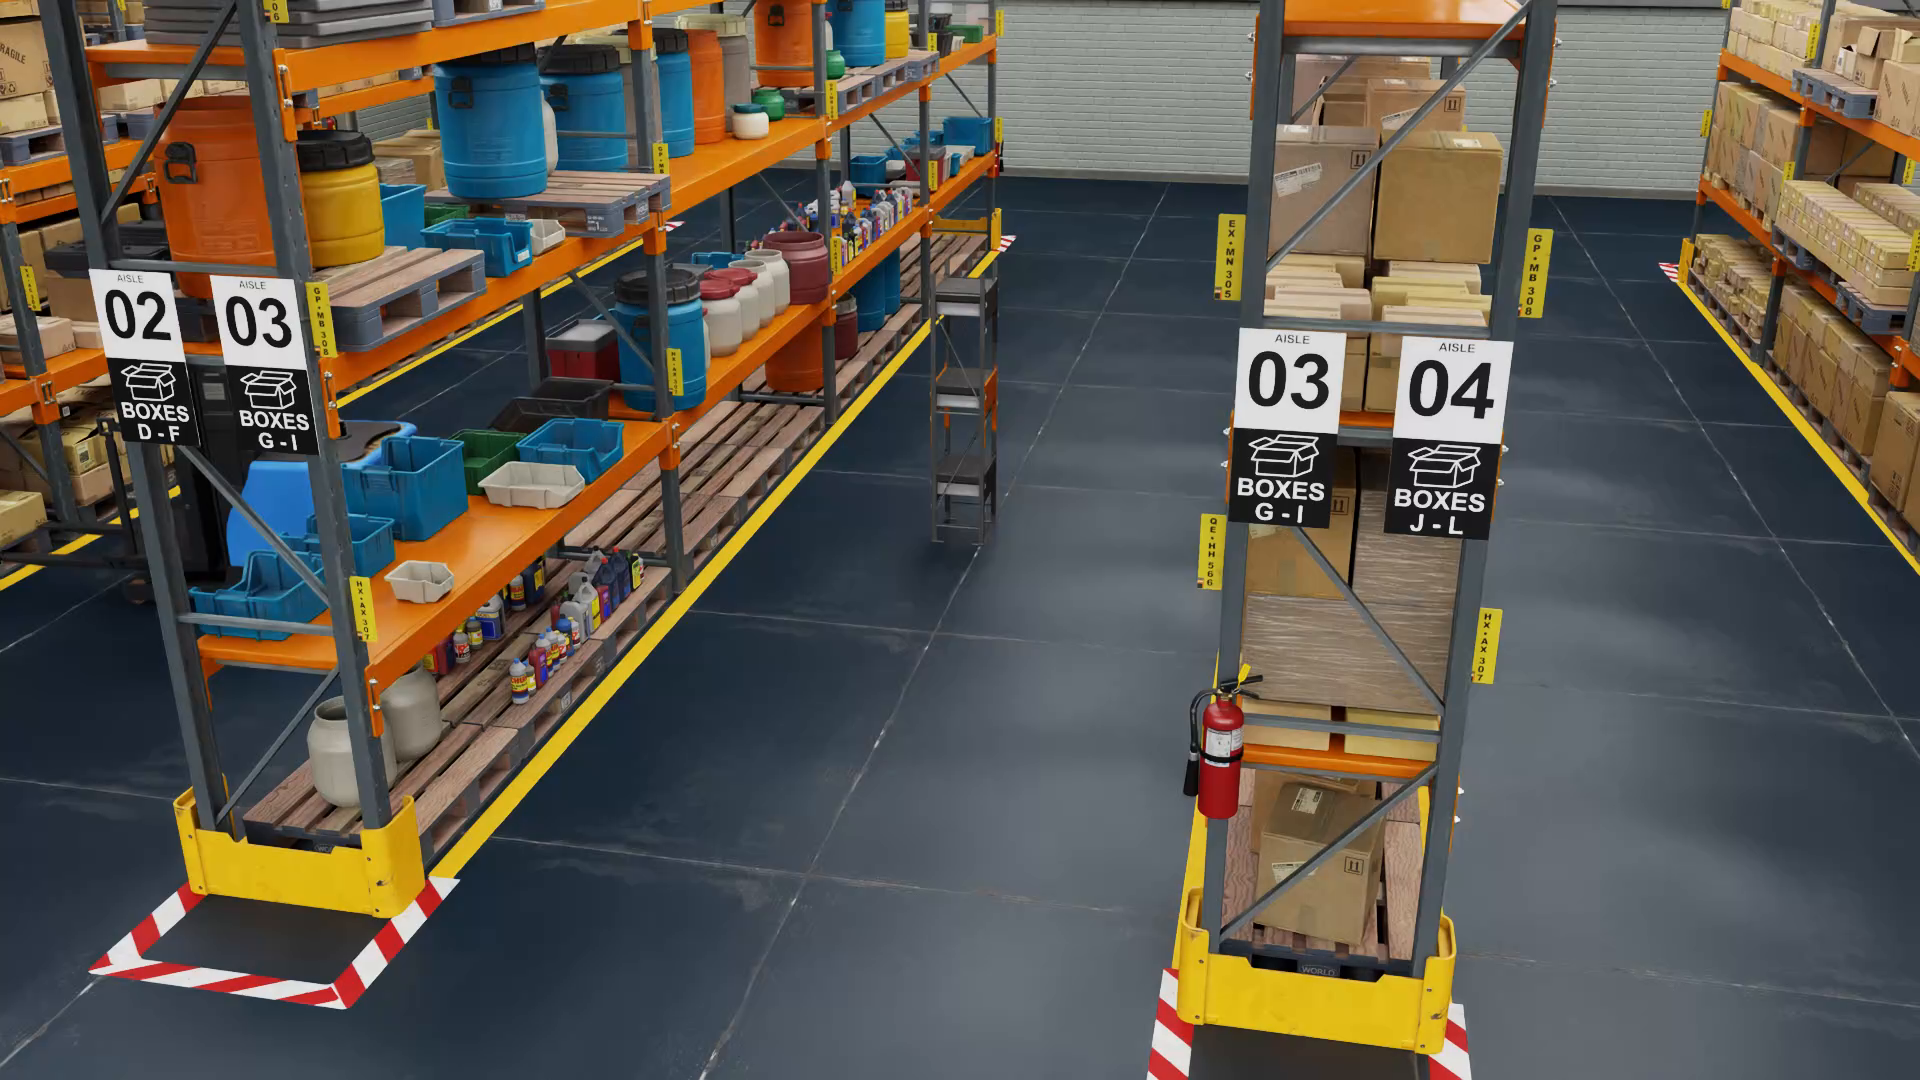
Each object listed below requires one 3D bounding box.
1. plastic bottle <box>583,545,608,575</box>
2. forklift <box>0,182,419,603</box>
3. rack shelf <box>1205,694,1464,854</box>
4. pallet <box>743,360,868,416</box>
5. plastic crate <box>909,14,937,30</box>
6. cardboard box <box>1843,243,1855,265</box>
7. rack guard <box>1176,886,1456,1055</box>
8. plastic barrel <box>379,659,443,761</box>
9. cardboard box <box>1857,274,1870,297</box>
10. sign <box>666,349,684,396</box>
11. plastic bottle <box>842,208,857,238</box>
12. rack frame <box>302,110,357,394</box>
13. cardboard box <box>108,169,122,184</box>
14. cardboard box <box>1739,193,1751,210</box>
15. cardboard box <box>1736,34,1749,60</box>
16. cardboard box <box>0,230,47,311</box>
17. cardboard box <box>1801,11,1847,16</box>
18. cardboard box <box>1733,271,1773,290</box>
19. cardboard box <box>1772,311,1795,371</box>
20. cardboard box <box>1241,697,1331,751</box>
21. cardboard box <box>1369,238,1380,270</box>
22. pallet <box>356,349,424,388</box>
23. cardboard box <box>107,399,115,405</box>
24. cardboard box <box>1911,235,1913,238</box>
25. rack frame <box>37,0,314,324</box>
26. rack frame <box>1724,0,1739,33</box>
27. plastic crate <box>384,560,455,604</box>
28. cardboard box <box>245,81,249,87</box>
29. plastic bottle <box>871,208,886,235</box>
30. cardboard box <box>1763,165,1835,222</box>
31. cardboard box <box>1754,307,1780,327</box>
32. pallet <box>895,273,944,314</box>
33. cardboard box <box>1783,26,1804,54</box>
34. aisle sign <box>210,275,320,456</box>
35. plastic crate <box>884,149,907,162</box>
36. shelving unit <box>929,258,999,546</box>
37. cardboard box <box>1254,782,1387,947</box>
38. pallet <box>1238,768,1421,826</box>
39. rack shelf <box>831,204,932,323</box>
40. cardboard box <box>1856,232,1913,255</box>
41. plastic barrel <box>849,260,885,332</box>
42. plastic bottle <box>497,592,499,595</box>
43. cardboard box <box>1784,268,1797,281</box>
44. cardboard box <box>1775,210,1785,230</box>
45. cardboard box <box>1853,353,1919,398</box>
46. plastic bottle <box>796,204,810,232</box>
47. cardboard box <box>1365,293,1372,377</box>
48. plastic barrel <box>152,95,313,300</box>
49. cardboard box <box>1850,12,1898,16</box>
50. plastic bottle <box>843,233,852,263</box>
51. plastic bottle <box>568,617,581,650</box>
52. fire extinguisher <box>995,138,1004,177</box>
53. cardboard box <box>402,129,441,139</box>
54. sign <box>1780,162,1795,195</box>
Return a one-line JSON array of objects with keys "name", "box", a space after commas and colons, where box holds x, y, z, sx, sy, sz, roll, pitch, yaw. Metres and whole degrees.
[{"name": "plastic bottle", "box": [-2.463, 0.214, 11.265, 0.144, 0.351, 0.185, 4, 22, 11]}, {"name": "forklift", "box": [-5.478, -1.099, 11.660, 3.031, 2.935, 1.130, 2, 22, 5]}, {"name": "rack shelf", "box": [1.968, 0.385, 8.845, 1.077, 0.370, 4.000, 4, 22, 11]}, {"name": "pallet", "box": [-1.536, -1.519, 16.341, 1.003, 0.211, 1.213, 4, 22, 11]}, {"name": "plastic crate", "box": [-0.604, -6.271, 20.477, 0.504, 0.338, 0.767, 4, 22, 11]}, {"name": "cardboard box", "box": [7.838, -2.445, 14.286, 0.380, 0.149, 0.250, 5, 22, 11]}, {"name": "rack guard", "box": [1.576, 1.915, 7.431, 1.175, 0.500, 0.348, 4, 22, 11]}, {"name": "plastic barrel", "box": [-3.127, 0.935, 9.286, 0.421, 0.512, 0.421, 0, 22, 0]}, {"name": "cardboard box", "box": [7.731, -2.112, 13.857, 0.380, 0.149, 0.250, 4, 22, 11]}, {"name": "sign", "box": [-1.936, -1.140, 11.298, 0.100, 0.325, 0.005, 4, 22, 11]}, {"name": "plastic bottle", "box": [-1.108, -3.159, 16.748, 0.144, 0.351, 0.185, 4, 22, 11]}, {"name": "rack frame", "box": [-6.504, -2.899, 16.038, 1.000, 3.000, 0.127, 4, 22, 11]}, {"name": "cardboard box", "box": [-10.359, -4.392, 20.053, 0.380, 0.149, 0.250, 5, 22, 12]}, {"name": "cardboard box", "box": [8.922, -3.774, 18.545, 0.380, 0.149, 0.250, 5, 22, 12]}, {"name": "cardboard box", "box": [9.207, -5.638, 19.024, 0.500, 0.250, 0.500, 5, 23, 13]}, {"name": "cardboard box", "box": [-10.891, -3.052, 18.732, 0.750, 0.750, 0.750, 4, 22, 11]}, {"name": "cardboard box", "box": [8.862, -5.342, 17.084, 0.380, 0.149, 0.250, 5, 23, 13]}, {"name": "cardboard box", "box": [8.813, -2.872, 18.427, 0.380, 0.149, 0.250, 3, 22, 8]}, {"name": "cardboard box", "box": [8.434, -1.976, 16.529, 0.500, 0.500, 0.500, 5, 23, 13]}, {"name": "cardboard box", "box": [1.416, 0.779, 7.239, 0.380, 0.149, 0.250, 4, 22, 11]}, {"name": "cardboard box", "box": [2.147, -1.375, 7.904, 0.380, 0.149, 0.250, 4, 22, 10]}, {"name": "pallet", "box": [-6.315, -1.876, 17.229, 1.003, 0.211, 1.213, 4, 22, 11]}, {"name": "cardboard box", "box": [-6.781, -1.120, 13.988, 0.500, 0.311, 0.500, 4, 22, 9]}, {"name": "cardboard box", "box": [8.584, -2.577, 14.612, 0.380, 0.149, 0.250, 4, 22, 10]}, {"name": "rack frame", "box": [-3.288, -2.377, 6.711, 1.000, 3.000, 0.127, 4, 22, 11]}, {"name": "rack frame", "box": [9.660, -7.436, 19.272, 1.000, 3.000, 0.127, 4, 22, 11]}, {"name": "plastic crate", "box": [-2.791, 0.225, 8.633, 0.298, 0.136, 0.250, 4, 22, 11]}, {"name": "cardboard box", "box": [-6.542, -4.246, 15.004, 0.500, 0.250, 0.500, 3, 22, 7]}, {"name": "plastic bottle", "box": [-0.856, -3.305, 17.211, 0.152, 0.276, 0.135, 4, 22, 11]}, {"name": "cardboard box", "box": [8.666, -3.574, 17.179, 0.500, 0.500, 0.500, 4, 22, 11]}, {"name": "cardboard box", "box": [8.597, -2.341, 17.506, 0.380, 0.149, 0.250, 5, 22, 12]}, {"name": "pallet", "box": [-0.728, -2.962, 19.925, 1.003, 0.211, 1.213, 4, 22, 11]}, {"name": "cardboard box", "box": [8.807, -5.122, 17.073, 0.500, 0.250, 0.500, 4, 22, 9]}, {"name": "aisle sign", "box": [-3.016, -0.752, 7.226, 0.394, 0.787, 0.004, 4, 22, 11]}, {"name": "plastic crate", "box": [-0.726, -4.740, 20.751, 0.416, 0.233, 0.300, 4, 22, 11]}, {"name": "shelving unit", "box": [0.034, -1.035, 12.612, 0.431, 2.100, 0.503, 4, 22, 11]}, {"name": "cardboard box", "box": [1.704, 1.520, 7.847, 0.500, 0.500, 0.500, 9, 24, 21]}, {"name": "pallet", "box": [2.027, 1.309, 9.320, 1.003, 0.211, 1.213, 4, 22, 11]}, {"name": "rack shelf", "box": [-1.248, -2.918, 17.047, 1.077, 0.370, 4.000, 4, 22, 11]}, {"name": "cardboard box", "box": [7.786, -2.484, 13.983, 0.380, 0.149, 0.250, 5, 23, 13]}, {"name": "plastic barrel", "box": [-1.112, -2.748, 17.909, 0.600, 0.901, 0.708, 4, 22, 11]}, {"name": "plastic bottle", "box": [-3.075, 0.393, 10.925, 0.097, 0.271, 0.097, 0, 22, 0]}, {"name": "cardboard box", "box": [9.372, -2.932, 18.575, 0.380, 0.149, 0.250, 4, 22, 9]}, {"name": "cardboard box", "box": [8.313, -3.160, 16.459, 0.380, 0.149, 0.250, 3, 22, 8]}, {"name": "cardboard box", "box": [7.911, -1.381, 14.048, 0.500, 0.250, 0.500, 4, 22, 10]}, {"name": "plastic bottle", "box": [-1.620, -3.267, 17.017, 0.144, 0.351, 0.185, 4, 22, 11]}, {"name": "cardboard box", "box": [2.011, -0.885, 7.220, 0.500, 0.250, 0.500, 4, 22, 10]}, {"name": "plastic barrel", "box": [-3.314, -1.568, 7.578, 0.600, 0.830, 0.708, 4, 22, 11]}, {"name": "cardboard box", "box": [9.322, -5.302, 16.986, 0.380, 0.149, 0.250, 4, 22, 9]}, {"name": "plastic bottle", "box": [-1.085, -2.815, 15.983, 0.061, 0.283, 0.133, 4, 22, 11]}, {"name": "plastic bottle", "box": [-2.461, 0.587, 10.539, 0.097, 0.201, 0.097, 0, 22, 0]}, {"name": "fire extinguisher", "box": [0.452, -5.258, 22.496, 0.296, 0.674, 0.183, 4, 22, 11]}, {"name": "cardboard box", "box": [-6.004, -4.447, 19.185, 0.700, 0.500, 0.500, -3, 22, -7]}, {"name": "sign", "box": [8.311, -3.631, 16.695, 0.100, 0.325, 0.005, 4, 22, 11]}]
